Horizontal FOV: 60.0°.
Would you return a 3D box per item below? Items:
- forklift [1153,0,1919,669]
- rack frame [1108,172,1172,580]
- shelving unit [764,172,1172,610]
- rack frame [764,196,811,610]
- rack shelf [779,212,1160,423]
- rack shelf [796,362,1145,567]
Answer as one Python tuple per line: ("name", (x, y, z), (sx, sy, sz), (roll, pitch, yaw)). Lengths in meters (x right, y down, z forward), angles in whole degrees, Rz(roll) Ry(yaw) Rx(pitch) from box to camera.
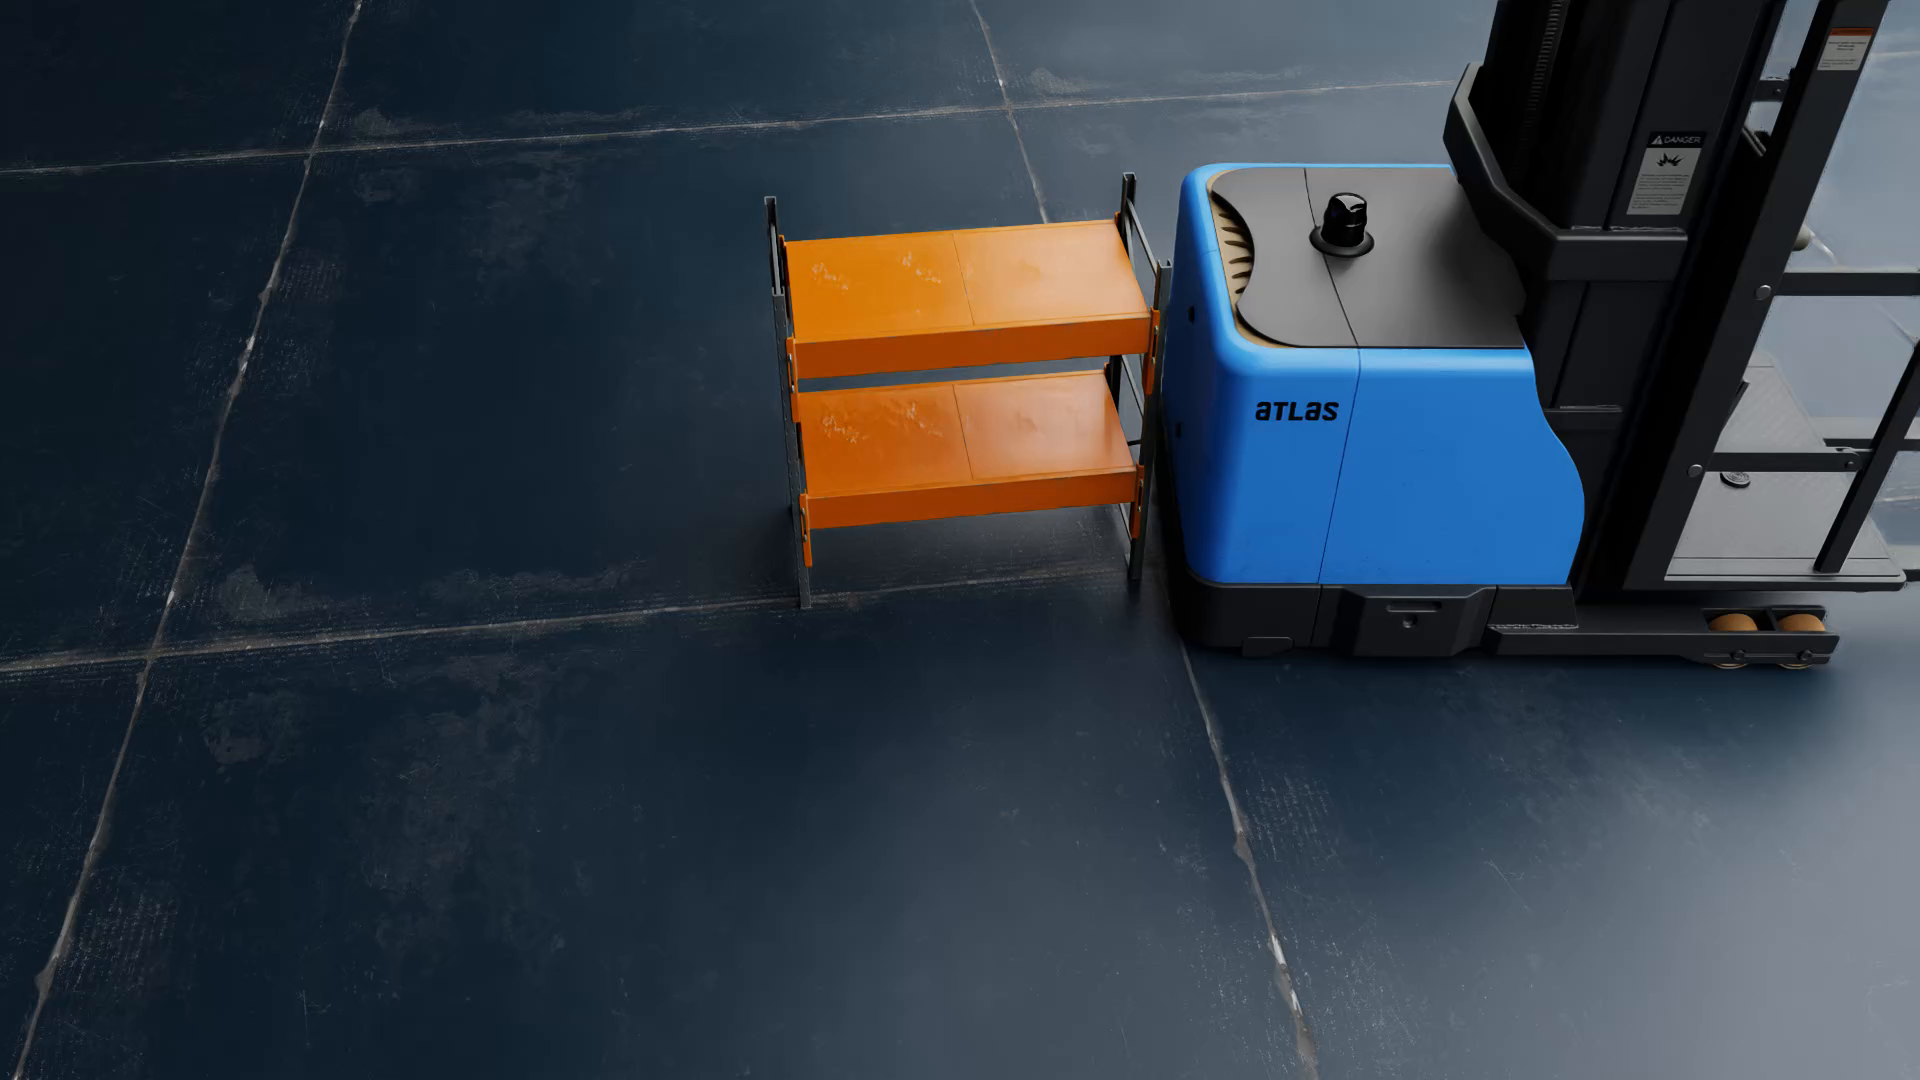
("forklift", (2.147, -1.073, 4.251), (3.031, 2.935, 1.130), (0, 42, 0))
("rack frame", (0.511, -0.462, 4.923), (0.032, 1.125, 0.500), (-5, 42, -6))
("shelving unit", (0.007, -0.418, 4.874), (1.048, 1.125, 0.538), (-5, 42, -6))
("rack frame", (-0.497, -0.374, 4.825), (0.032, 1.125, 0.500), (-5, 42, -6))
("rack shelf", (0.007, -0.636, 4.678), (1.000, 0.278, 0.538), (-5, 42, -6))
("rack shelf", (0.007, -0.237, 5.038), (1.000, 0.278, 0.538), (-5, 42, -6))
